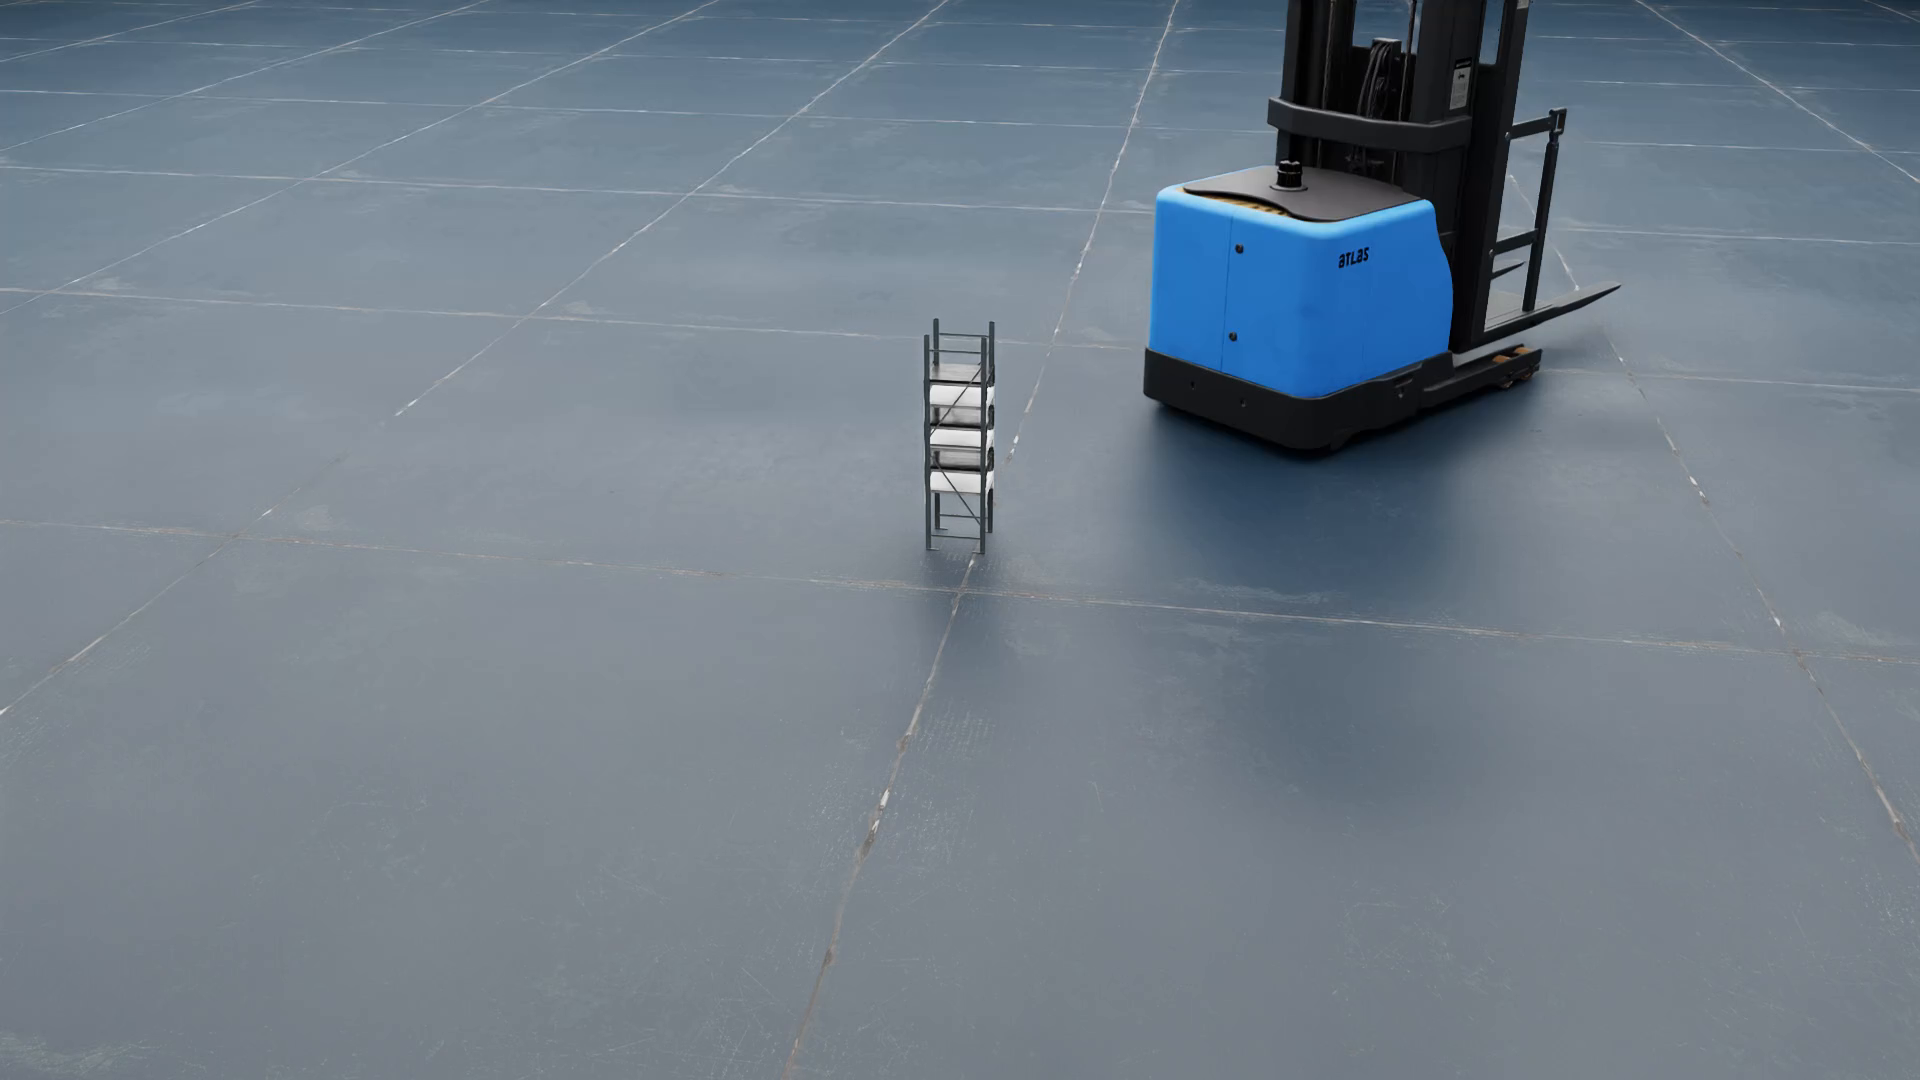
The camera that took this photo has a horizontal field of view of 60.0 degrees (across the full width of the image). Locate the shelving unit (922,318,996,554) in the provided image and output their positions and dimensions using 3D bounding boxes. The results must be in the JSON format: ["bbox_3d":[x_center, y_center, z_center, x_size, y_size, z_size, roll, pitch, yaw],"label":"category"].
[{"bbox_3d":[-0.001,-0.404,6.552,0.258,0.900,0.210,4,25,9],"label":"shelving unit"}]

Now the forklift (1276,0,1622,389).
[{"bbox_3d":[2.371,-2.222,8.115,2.937,2.867,1.118,-20,32,-37],"label":"forklift"}]

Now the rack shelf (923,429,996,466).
[{"bbox_3d":[-0.001,-0.374,6.566,0.258,0.077,0.200,4,25,9],"label":"rack shelf"}]

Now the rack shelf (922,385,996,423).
[{"bbox_3d":[-0.001,-0.537,6.490,0.258,0.077,0.200,4,25,9],"label":"rack shelf"}]

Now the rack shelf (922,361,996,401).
[{"bbox_3d":[-0.001,-0.619,6.452,0.258,0.077,0.200,4,25,9],"label":"rack shelf"}]

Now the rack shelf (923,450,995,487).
[{"bbox_3d":[-0.001,-0.292,6.604,0.258,0.077,0.200,4,25,9],"label":"rack shelf"}]

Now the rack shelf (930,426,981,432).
[{"bbox_3d":[-0.001,-0.469,6.522,0.199,0.015,0.184,4,25,9],"label":"rack shelf"}]

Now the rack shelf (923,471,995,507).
[{"bbox_3d":[-0.001,-0.211,6.642,0.258,0.077,0.200,4,25,9],"label":"rack shelf"}]

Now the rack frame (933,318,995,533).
[{"bbox_3d":[0.015,-0.447,6.643,0.240,0.900,0.006,4,25,9],"label":"rack frame"}]

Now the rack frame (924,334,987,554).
[{"bbox_3d":[-0.018,-0.362,6.461,0.240,0.900,0.006,4,25,9],"label":"rack frame"}]

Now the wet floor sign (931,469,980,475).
[{"bbox_3d":[-6.032,0.481,4.962,8.976,0.644,9.326,13,28,26],"label":"wet floor sign"}]
